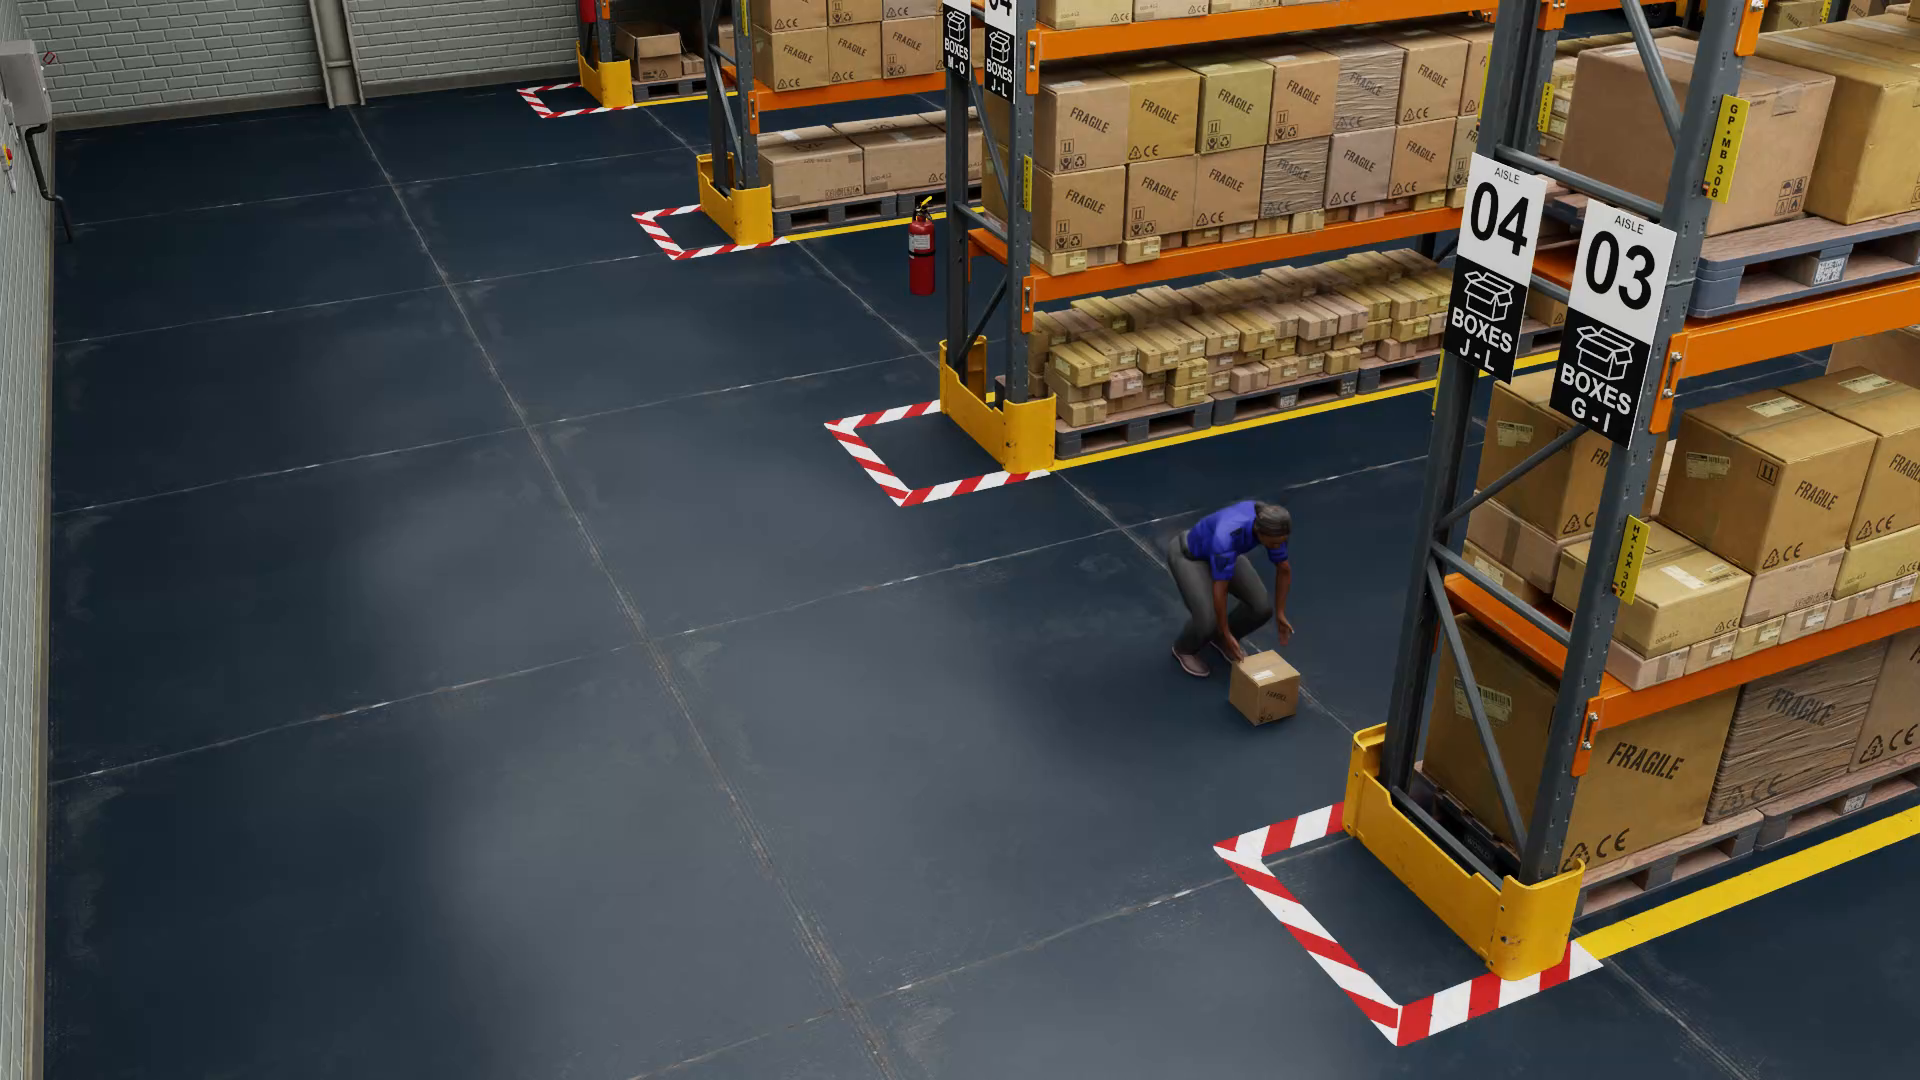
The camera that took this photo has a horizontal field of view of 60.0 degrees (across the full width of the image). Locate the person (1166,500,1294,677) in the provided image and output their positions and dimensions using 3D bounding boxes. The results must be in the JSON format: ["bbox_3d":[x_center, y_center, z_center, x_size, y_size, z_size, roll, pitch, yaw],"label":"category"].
[{"bbox_3d":[1.415,0.199,8.666,0.498,1.106,0.749,-13,32,-22],"label":"person"}]
